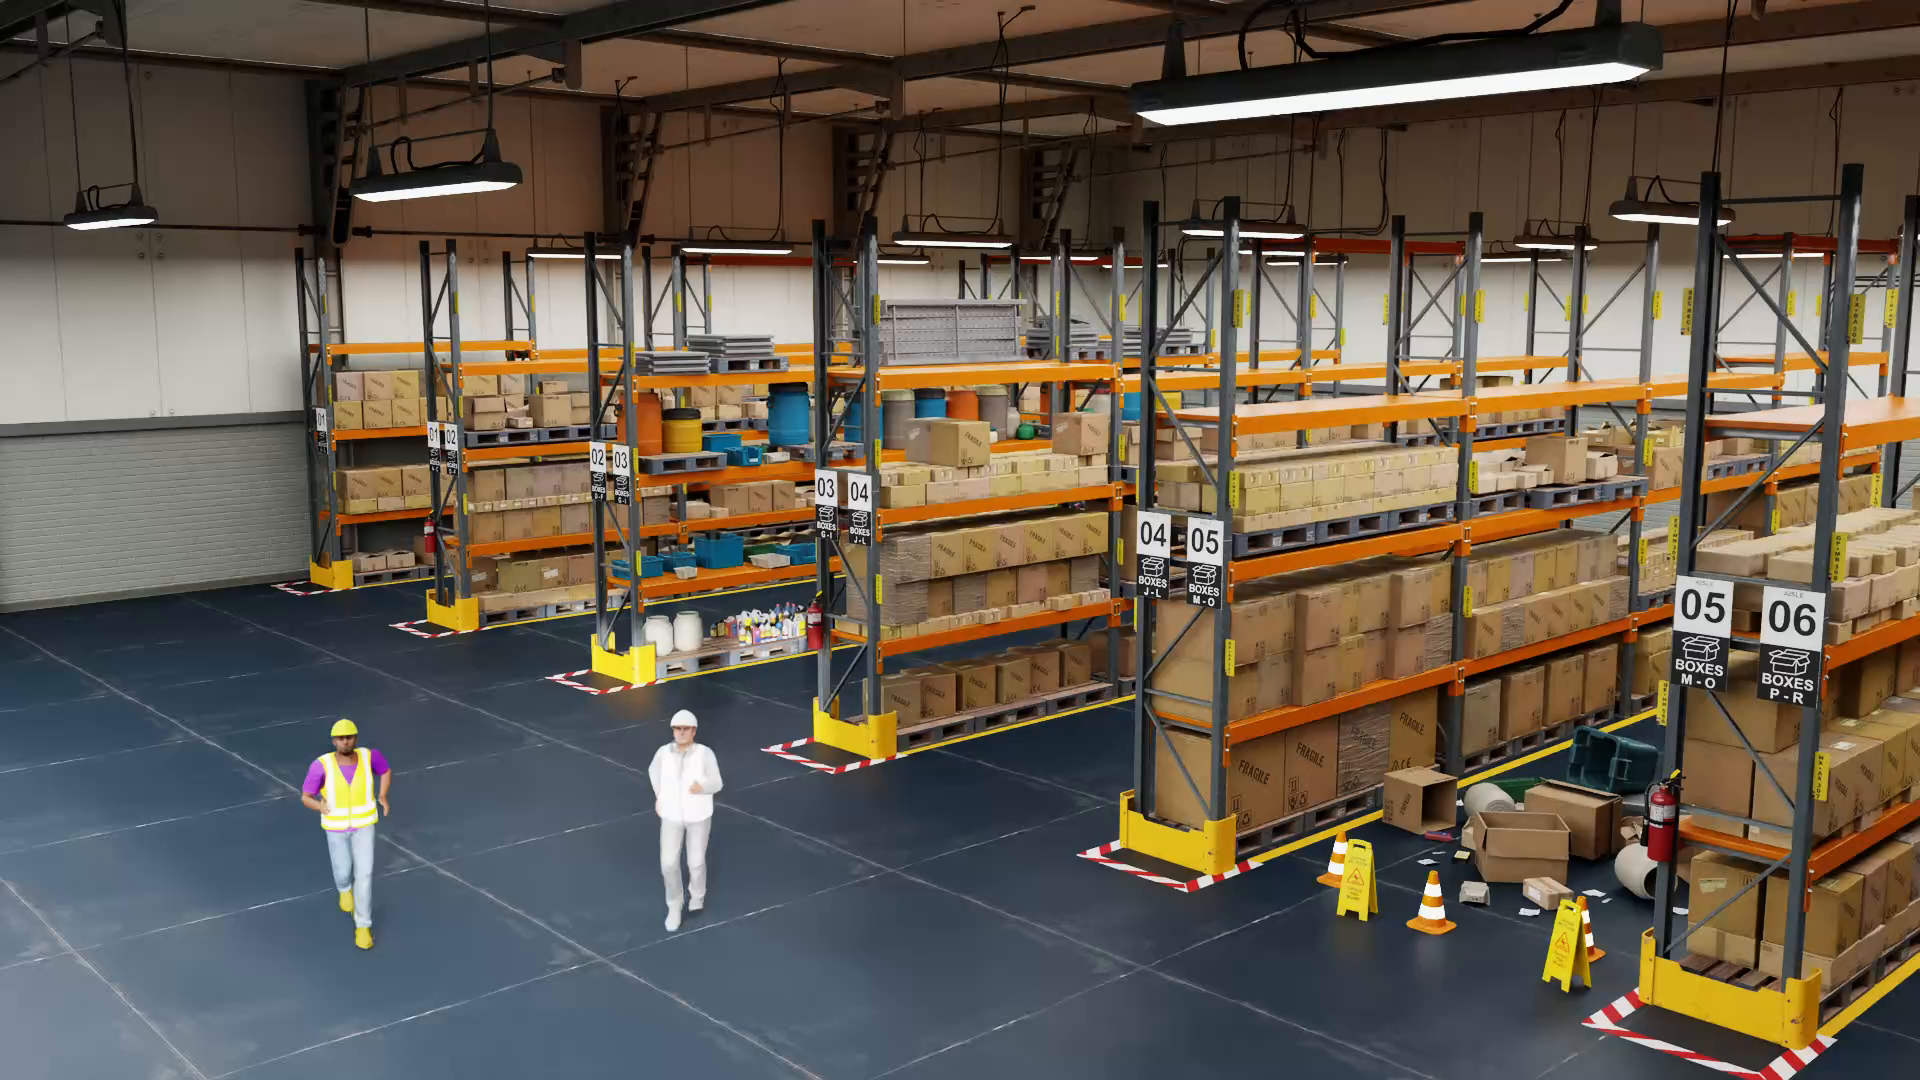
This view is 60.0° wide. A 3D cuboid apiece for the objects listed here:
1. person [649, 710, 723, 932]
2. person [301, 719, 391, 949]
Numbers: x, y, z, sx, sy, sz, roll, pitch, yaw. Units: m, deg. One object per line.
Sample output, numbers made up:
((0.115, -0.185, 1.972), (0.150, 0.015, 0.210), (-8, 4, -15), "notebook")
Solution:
((-2.269, 2.302, 13.704), (0.632, 1.816, 0.719), (0, 8, -3), "person")
((-4.945, 2.315, 13.470), (0.701, 1.765, 0.972), (-3, 9, -22), "person")
